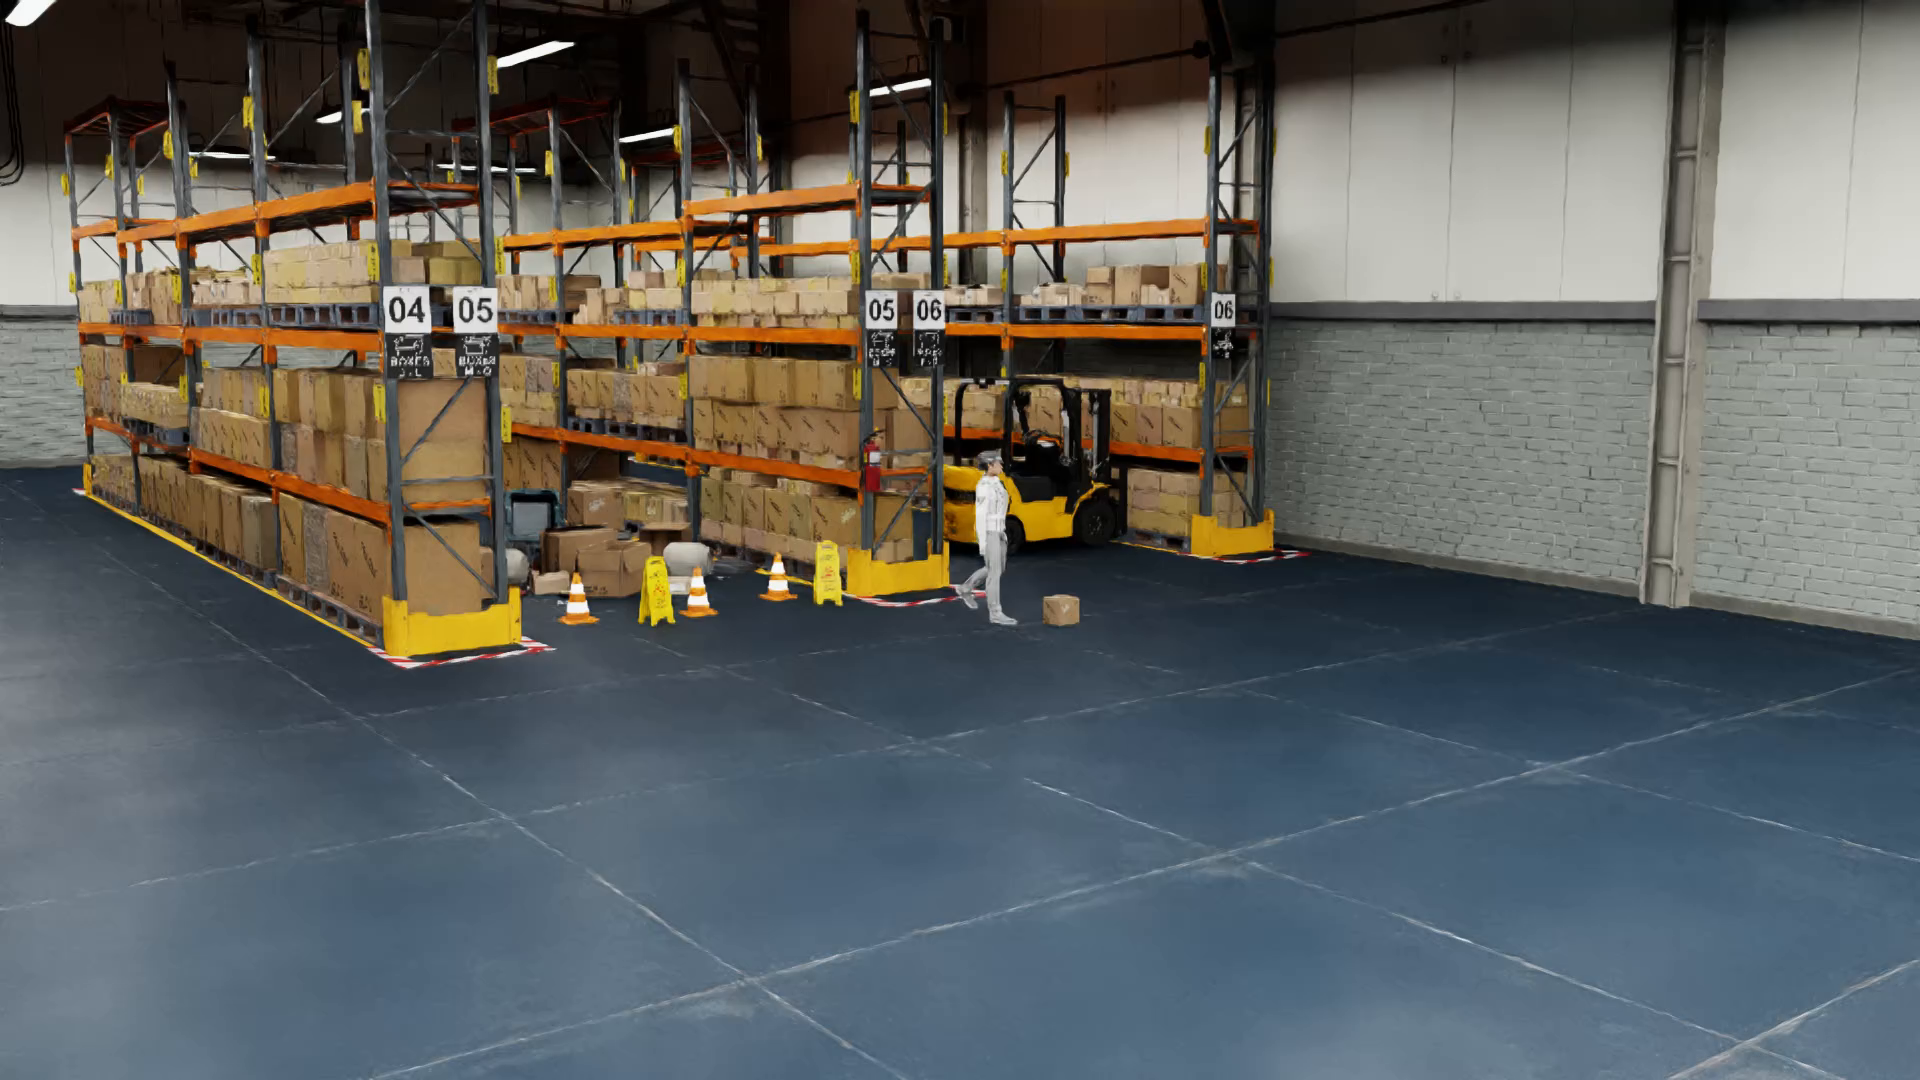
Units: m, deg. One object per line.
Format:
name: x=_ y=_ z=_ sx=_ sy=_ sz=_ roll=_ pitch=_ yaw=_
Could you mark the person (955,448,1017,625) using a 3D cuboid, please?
person: x=0.270 y=-0.057 z=16.079 sx=0.671 sy=1.669 sz=0.540 roll=2 pitch=8 yaw=13
